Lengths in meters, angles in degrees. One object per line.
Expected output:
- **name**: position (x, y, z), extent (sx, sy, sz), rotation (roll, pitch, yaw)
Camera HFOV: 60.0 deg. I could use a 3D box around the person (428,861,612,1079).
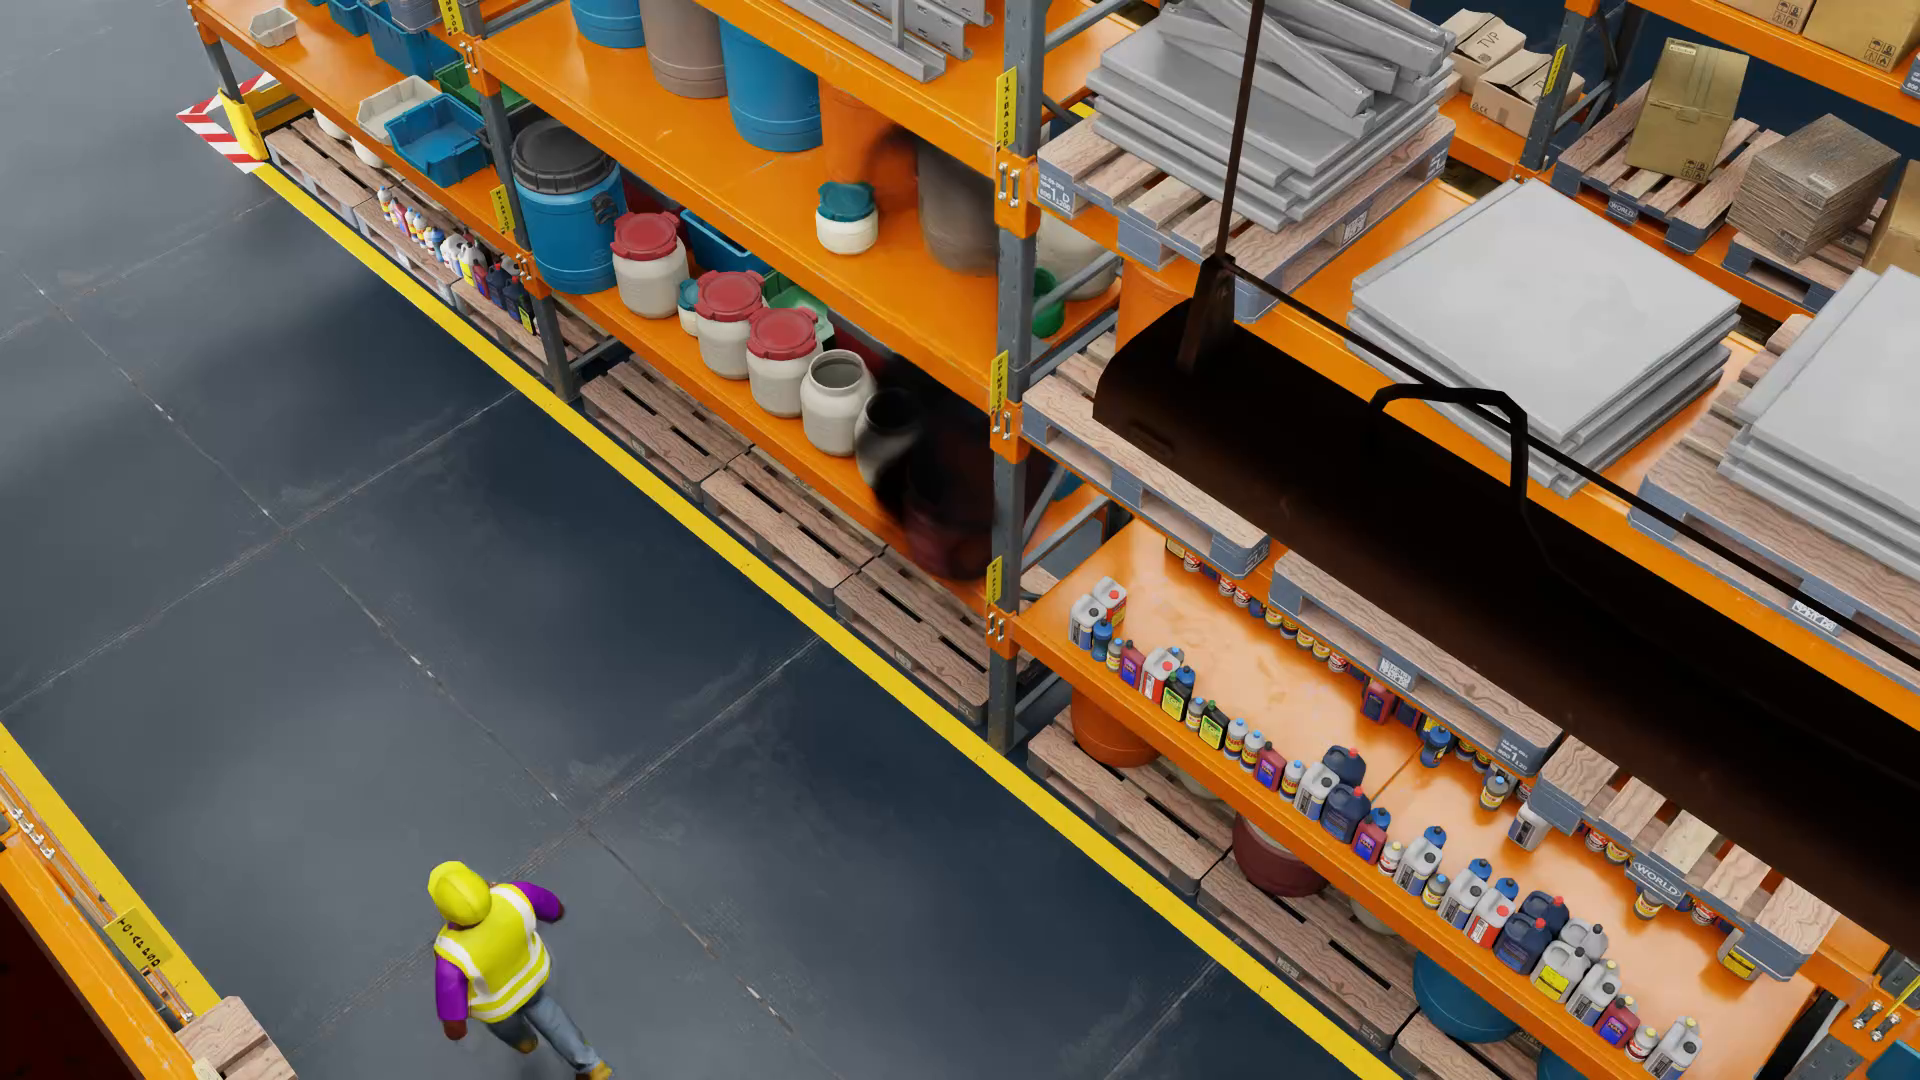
- **person**: position (-1.962, 1.963, 7.260), extent (0.824, 1.784, 0.709), rotation (33, 57, 25)
